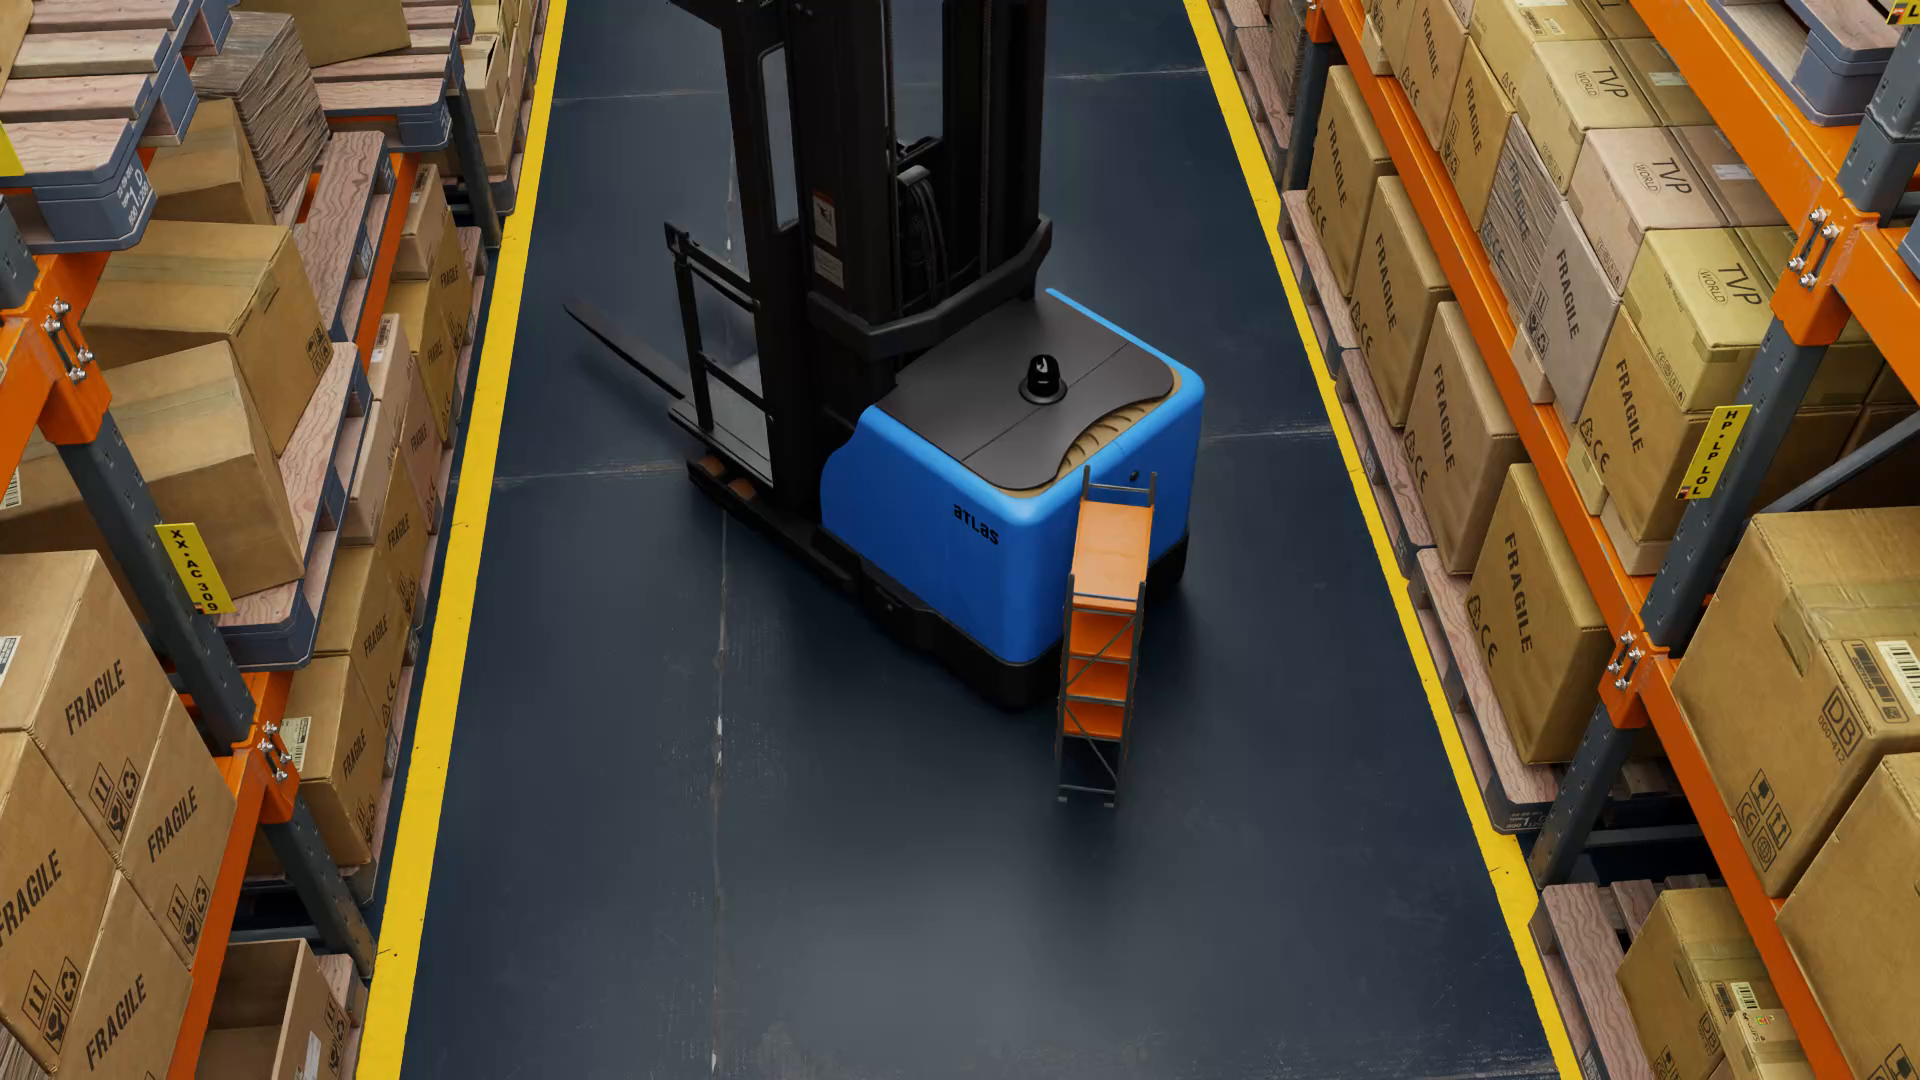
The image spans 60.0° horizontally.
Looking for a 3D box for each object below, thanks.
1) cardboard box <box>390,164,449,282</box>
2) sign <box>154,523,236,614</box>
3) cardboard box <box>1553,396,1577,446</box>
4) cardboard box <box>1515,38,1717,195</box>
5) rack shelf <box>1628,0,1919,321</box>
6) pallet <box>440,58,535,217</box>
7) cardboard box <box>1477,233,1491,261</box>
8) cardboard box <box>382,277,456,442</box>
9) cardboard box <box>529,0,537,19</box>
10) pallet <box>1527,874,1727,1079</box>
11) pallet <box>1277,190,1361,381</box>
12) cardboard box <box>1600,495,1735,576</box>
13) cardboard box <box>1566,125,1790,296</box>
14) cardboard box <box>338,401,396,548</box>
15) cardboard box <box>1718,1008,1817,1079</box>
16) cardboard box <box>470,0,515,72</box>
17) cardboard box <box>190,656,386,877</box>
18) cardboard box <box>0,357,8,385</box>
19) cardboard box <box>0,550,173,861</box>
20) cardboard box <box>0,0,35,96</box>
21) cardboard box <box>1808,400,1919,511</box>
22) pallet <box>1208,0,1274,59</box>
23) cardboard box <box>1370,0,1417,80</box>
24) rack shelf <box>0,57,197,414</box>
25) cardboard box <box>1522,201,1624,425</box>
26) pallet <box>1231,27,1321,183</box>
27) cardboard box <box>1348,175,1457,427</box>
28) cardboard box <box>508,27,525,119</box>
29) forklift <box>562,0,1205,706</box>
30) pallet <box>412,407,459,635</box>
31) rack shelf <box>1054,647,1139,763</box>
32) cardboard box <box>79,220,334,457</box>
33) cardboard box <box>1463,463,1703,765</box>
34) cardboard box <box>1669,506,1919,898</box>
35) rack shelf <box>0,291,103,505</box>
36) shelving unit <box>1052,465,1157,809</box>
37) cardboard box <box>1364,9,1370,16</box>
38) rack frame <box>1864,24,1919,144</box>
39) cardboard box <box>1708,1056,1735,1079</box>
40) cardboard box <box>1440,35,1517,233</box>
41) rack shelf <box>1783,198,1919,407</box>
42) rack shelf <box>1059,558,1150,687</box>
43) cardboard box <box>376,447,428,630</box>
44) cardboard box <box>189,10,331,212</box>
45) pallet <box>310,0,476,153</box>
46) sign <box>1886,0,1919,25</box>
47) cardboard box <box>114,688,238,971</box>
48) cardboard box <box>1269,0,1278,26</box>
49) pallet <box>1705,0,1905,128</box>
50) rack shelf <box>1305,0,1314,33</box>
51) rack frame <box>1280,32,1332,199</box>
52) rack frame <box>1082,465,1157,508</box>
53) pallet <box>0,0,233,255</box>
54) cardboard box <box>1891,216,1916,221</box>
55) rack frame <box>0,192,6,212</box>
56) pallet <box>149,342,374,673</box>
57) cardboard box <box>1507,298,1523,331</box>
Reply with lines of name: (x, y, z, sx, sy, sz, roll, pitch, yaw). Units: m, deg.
cardboard box: (-2.464, -1.330, 6.982, 0.500, 0.250, 0.500, -2, 47, -2)
sign: (-1.911, 0.075, 4.153, 0.100, 0.325, 0.005, -3, 47, -3)
cardboard box: (2.154, -0.412, 5.370, 0.380, 0.149, 0.250, -2, 47, -2)
cardboard box: (2.115, -1.356, 5.301, 0.500, 0.250, 0.500, -3, 47, -3)
rack shelf: (2.318, -2.124, 5.261, 1.077, 0.370, 4.000, -3, 47, -3)
pallet: (-2.816, -2.122, 8.751, 1.003, 0.211, 1.213, -3, 47, -3)
cardboard box: (2.101, -1.155, 6.074, 0.380, 0.149, 0.250, -2, 47, -2)
cardboard box: (-2.430, -0.738, 6.938, 0.500, 0.500, 0.500, -5, 47, -5)
cardboard box: (-2.672, -3.189, 9.445, 0.500, 0.250, 0.500, -3, 47, -2)
pallet: (2.471, 1.621, 5.206, 1.003, 0.211, 1.213, -3, 47, -3)
pallet: (2.141, -1.253, 7.928, 1.003, 0.211, 1.213, -3, 47, -3)
cardboard box: (2.175, -0.040, 5.018, 0.380, 0.149, 0.250, -3, 47, -3)
cardboard box: (2.158, -0.987, 4.951, 0.500, 0.250, 0.500, -3, 47, -2)
cardboard box: (-2.332, -0.227, 5.937, 0.500, 0.250, 0.500, -3, 47, -3)
cardboard box: (2.293, 1.406, 4.475, 0.380, 0.149, 0.250, -2, 47, -2)
cardboard box: (-2.589, -2.651, 8.550, 0.500, 0.311, 0.500, -5, 47, -4)
cardboard box: (-2.248, 0.755, 5.524, 0.500, 0.500, 0.500, -5, 47, -5)
cardboard box: (-2.145, -0.233, 3.079, 0.500, 0.250, 0.500, -3, 47, -3)
cardboard box: (-2.150, 0.383, 3.700, 0.500, 0.500, 0.500, -3, 47, -3)
cardboard box: (-2.419, -1.202, 3.466, 0.600, 0.600, 0.600, -8, 47, -7)
cardboard box: (2.698, -0.384, 4.897, 0.500, 0.500, 0.500, -5, 47, -5)
pallet: (1.988, -3.274, 9.842, 1.003, 0.211, 1.213, -3, 47, -3)
cardboard box: (1.971, -2.184, 6.601, 0.500, 0.500, 0.500, -2, 47, -2)
rack shelf: (-2.618, -1.820, 4.974, 1.077, 0.370, 4.000, -3, 47, -3)
cardboard box: (2.143, -0.723, 5.218, 0.500, 0.500, 0.500, -3, 47, -3)
pallet: (2.087, -2.393, 9.008, 1.003, 0.211, 1.213, -3, 47, -3)
cardboard box: (2.148, -1.018, 6.976, 0.750, 0.750, 0.750, -4, 47, -3)
cardboard box: (-2.580, -2.442, 8.738, 0.500, 0.250, 0.500, -5, 47, -4)
forklift: (-0.506, -1.346, 6.142, 3.031, 2.935, 1.130, 35, 56, 29)
pallet: (-2.662, -0.101, 6.837, 1.003, 0.211, 1.213, -3, 47, -3)
rack shelf: (0.490, 0.541, 5.914, 0.258, 0.148, 0.480, 6, 47, 6)
cardboard box: (-2.388, -0.618, 5.047, 0.700, 0.500, 0.500, 3, 47, 3)
cardboard box: (2.301, 0.240, 5.785, 0.750, 0.750, 0.750, -3, 47, -3)
cardboard box: (2.514, 0.398, 4.237, 0.980, 0.700, 0.700, -3, 47, -3)
rack shelf: (-2.283, 1.074, 2.233, 1.077, 0.370, 4.000, -3, 47, -3)
shelving unit: (0.490, 0.359, 5.721, 0.258, 1.200, 0.503, 6, 47, 6)
cardboard box: (1.960, -2.272, 7.132, 0.380, 0.149, 0.250, -3, 47, -3)
rack frame: (2.485, -1.956, 2.541, 1.000, 3.000, 0.127, -3, 47, -3)
cardboard box: (2.485, 1.733, 4.611, 0.700, 0.500, 0.500, -4, 47, -4)
cardboard box: (2.062, -1.448, 5.905, 0.500, 0.500, 0.500, -2, 47, -2)
rack shelf: (2.653, 0.770, 2.521, 1.077, 0.370, 4.000, -3, 47, -3)
rack shelf: (0.490, 0.251, 5.607, 0.258, 0.148, 0.480, 6, 47, 6)
cardboard box: (-2.338, 0.007, 6.232, 0.500, 0.500, 0.500, -3, 47, -3)
cardboard box: (-2.734, -1.540, 5.921, 0.700, 0.500, 0.500, 4, 47, 4)
pallet: (-2.659, -1.931, 6.781, 1.213, 0.211, 1.003, -3, 47, -3)
sign: (1.945, -1.170, 3.290, 0.100, 0.325, 0.005, -3, 47, -3)
cardboard box: (-2.153, 0.723, 4.067, 0.500, 0.500, 0.500, -3, 47, -3)
cardboard box: (2.111, -2.976, 9.058, 0.700, 0.500, 0.500, -4, 47, -3)
pallet: (2.359, -1.519, 4.325, 0.805, 0.209, 1.217, -5, 47, -5)
rack shelf: (1.983, -3.986, 9.091, 1.077, 0.370, 4.000, -3, 47, -3)
rack frame: (2.150, -2.787, 7.460, 1.000, 3.000, 0.127, -3, 47, -3)
rack frame: (0.527, 0.183, 5.886, 0.240, 1.200, 0.015, 6, 47, 6)
pallet: (-2.435, -1.032, 3.861, 1.213, 0.211, 1.003, -3, 47, -3)
cardboard box: (2.656, -1.021, 4.983, 0.500, 0.250, 0.500, -3, 47, -3)
rack frame: (-2.451, -1.652, 2.253, 1.000, 3.000, 0.127, -3, 47, -3)
pallet: (-2.409, -0.108, 5.055, 1.003, 0.211, 1.213, -3, 47, -3)
cardboard box: (2.118, -0.780, 5.719, 0.380, 0.149, 0.250, -3, 47, -3)
